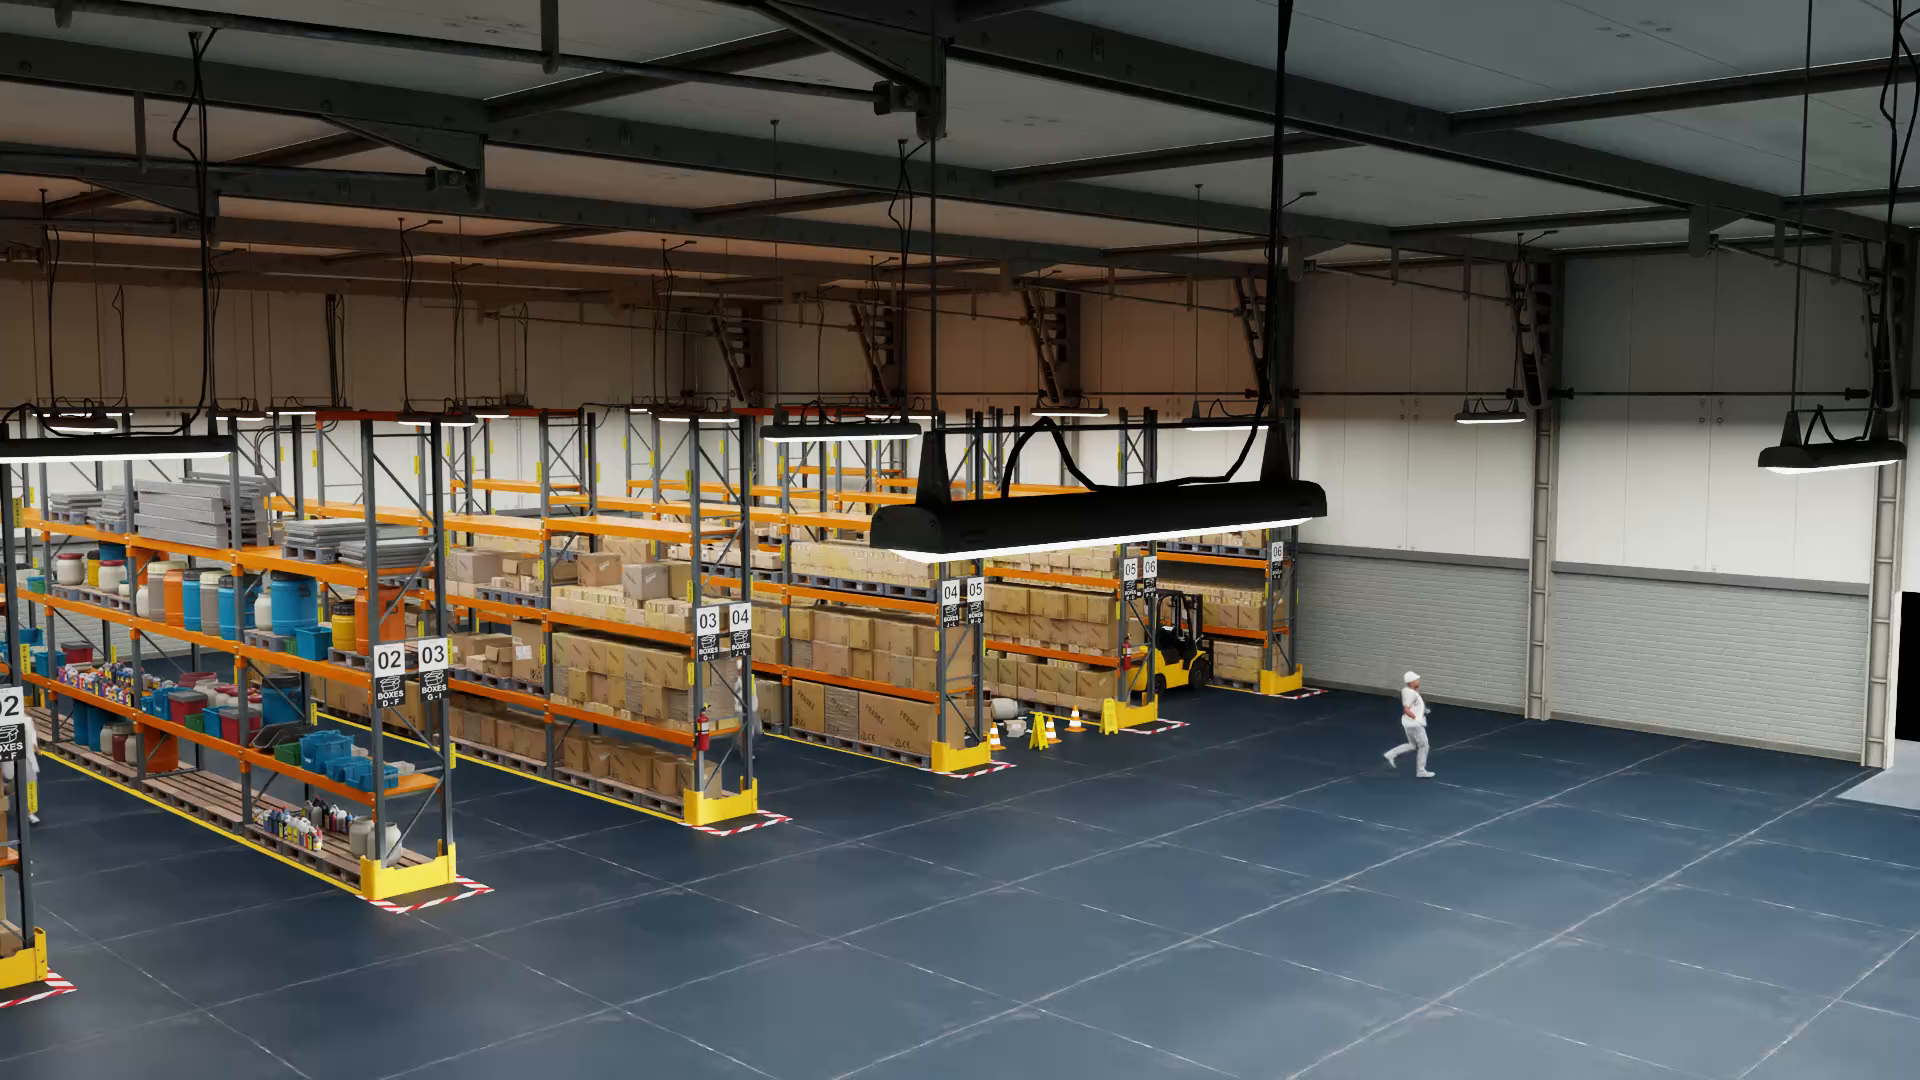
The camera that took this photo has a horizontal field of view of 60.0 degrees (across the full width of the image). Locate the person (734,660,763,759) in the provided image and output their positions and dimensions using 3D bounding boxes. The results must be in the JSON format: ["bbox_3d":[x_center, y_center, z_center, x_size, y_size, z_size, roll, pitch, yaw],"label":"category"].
[{"bbox_3d":[-3.686,2.927,28.715,0.603,1.722,0.656,3,6,31],"label":"person"}]

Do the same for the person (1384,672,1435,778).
[{"bbox_3d":[7.423,3.037,27.381,0.818,1.750,0.696,0,5,5],"label":"person"}]

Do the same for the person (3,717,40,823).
[{"bbox_3d":[-13.987,3.316,24.692,0.944,1.699,0.710,3,6,33],"label":"person"}]
